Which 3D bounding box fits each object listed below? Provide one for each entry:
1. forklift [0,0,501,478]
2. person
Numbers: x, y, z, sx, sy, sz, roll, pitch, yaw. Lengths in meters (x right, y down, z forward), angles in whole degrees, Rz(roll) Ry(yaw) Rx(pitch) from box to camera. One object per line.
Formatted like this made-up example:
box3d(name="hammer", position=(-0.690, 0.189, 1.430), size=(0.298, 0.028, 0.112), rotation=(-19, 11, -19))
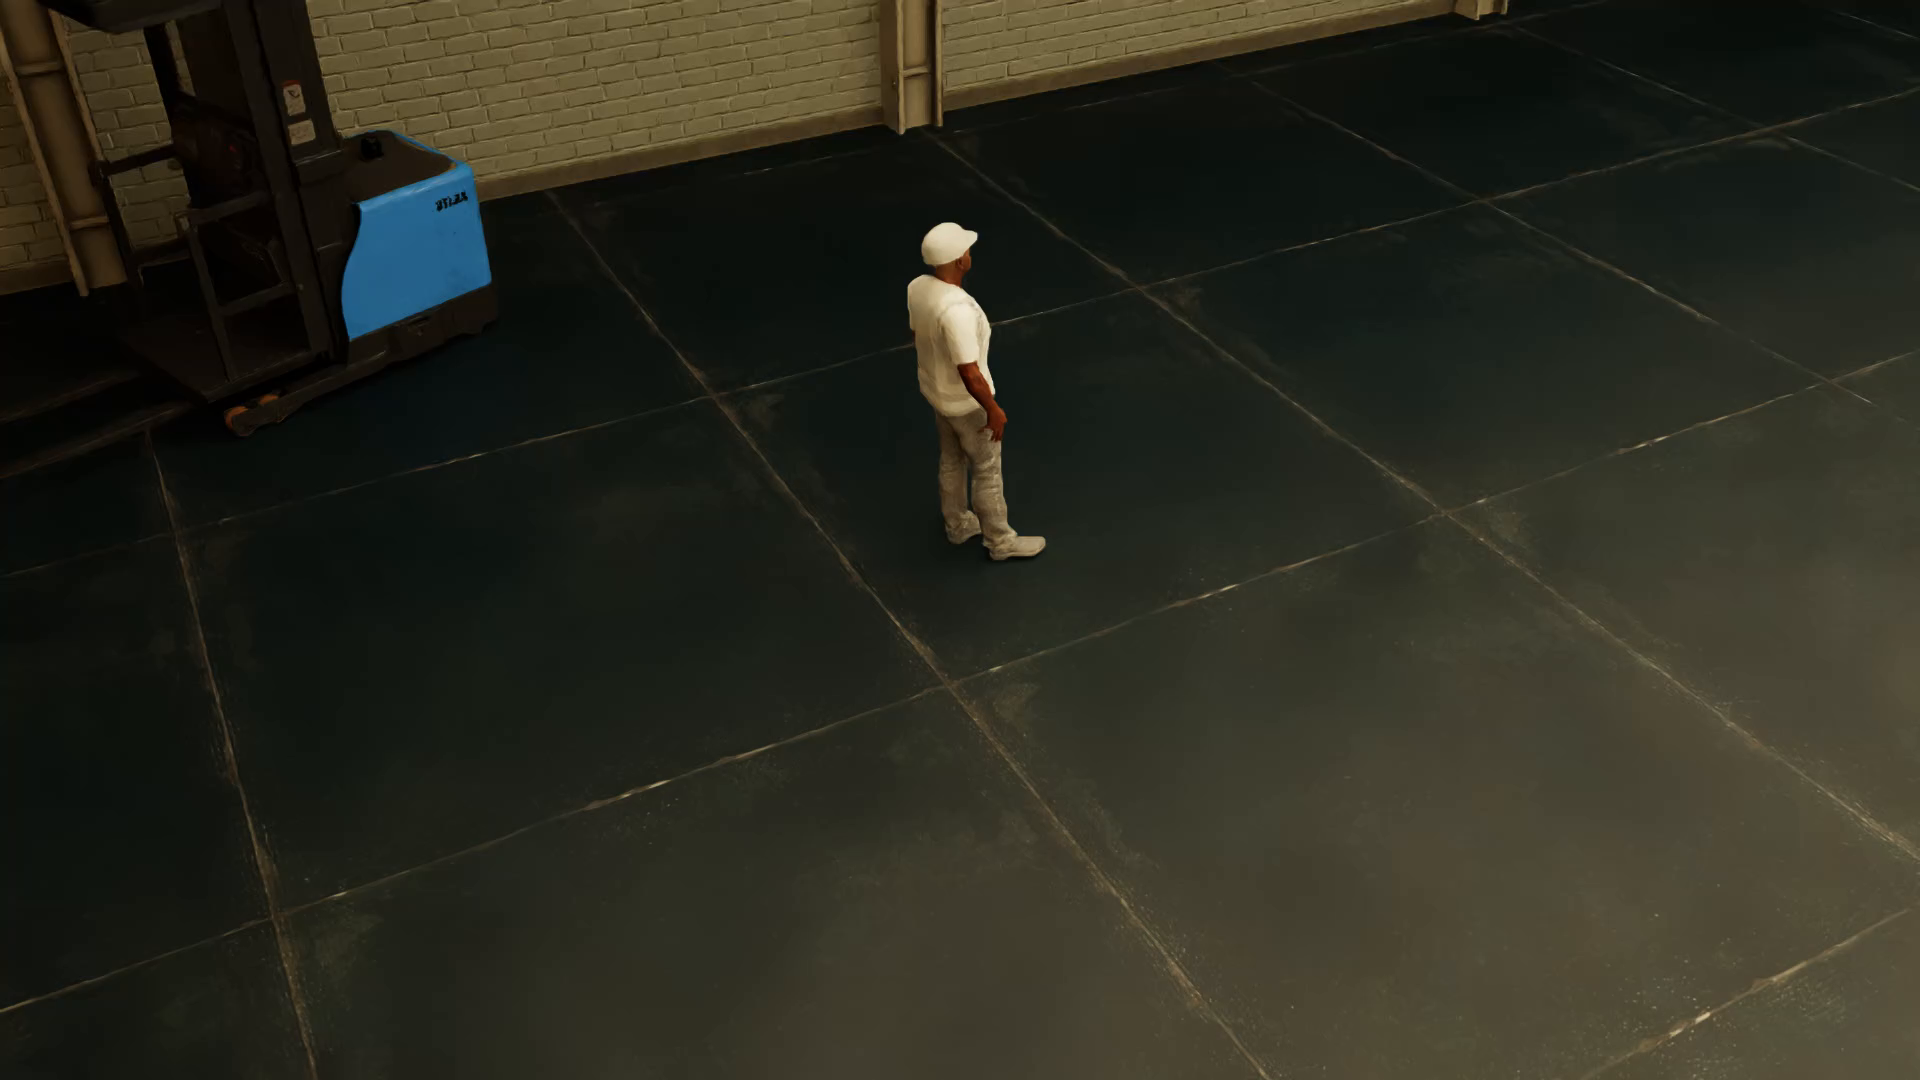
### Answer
box3d(name="forklift", position=(-4.277, -2.123, 9.126), size=(1.130, 2.935, 3.031), rotation=(27, 44, 33))
box3d(name="person", position=(0.064, -0.743, 8.171), size=(0.576, 1.766, 0.665), rotation=(-17, 39, -23))
